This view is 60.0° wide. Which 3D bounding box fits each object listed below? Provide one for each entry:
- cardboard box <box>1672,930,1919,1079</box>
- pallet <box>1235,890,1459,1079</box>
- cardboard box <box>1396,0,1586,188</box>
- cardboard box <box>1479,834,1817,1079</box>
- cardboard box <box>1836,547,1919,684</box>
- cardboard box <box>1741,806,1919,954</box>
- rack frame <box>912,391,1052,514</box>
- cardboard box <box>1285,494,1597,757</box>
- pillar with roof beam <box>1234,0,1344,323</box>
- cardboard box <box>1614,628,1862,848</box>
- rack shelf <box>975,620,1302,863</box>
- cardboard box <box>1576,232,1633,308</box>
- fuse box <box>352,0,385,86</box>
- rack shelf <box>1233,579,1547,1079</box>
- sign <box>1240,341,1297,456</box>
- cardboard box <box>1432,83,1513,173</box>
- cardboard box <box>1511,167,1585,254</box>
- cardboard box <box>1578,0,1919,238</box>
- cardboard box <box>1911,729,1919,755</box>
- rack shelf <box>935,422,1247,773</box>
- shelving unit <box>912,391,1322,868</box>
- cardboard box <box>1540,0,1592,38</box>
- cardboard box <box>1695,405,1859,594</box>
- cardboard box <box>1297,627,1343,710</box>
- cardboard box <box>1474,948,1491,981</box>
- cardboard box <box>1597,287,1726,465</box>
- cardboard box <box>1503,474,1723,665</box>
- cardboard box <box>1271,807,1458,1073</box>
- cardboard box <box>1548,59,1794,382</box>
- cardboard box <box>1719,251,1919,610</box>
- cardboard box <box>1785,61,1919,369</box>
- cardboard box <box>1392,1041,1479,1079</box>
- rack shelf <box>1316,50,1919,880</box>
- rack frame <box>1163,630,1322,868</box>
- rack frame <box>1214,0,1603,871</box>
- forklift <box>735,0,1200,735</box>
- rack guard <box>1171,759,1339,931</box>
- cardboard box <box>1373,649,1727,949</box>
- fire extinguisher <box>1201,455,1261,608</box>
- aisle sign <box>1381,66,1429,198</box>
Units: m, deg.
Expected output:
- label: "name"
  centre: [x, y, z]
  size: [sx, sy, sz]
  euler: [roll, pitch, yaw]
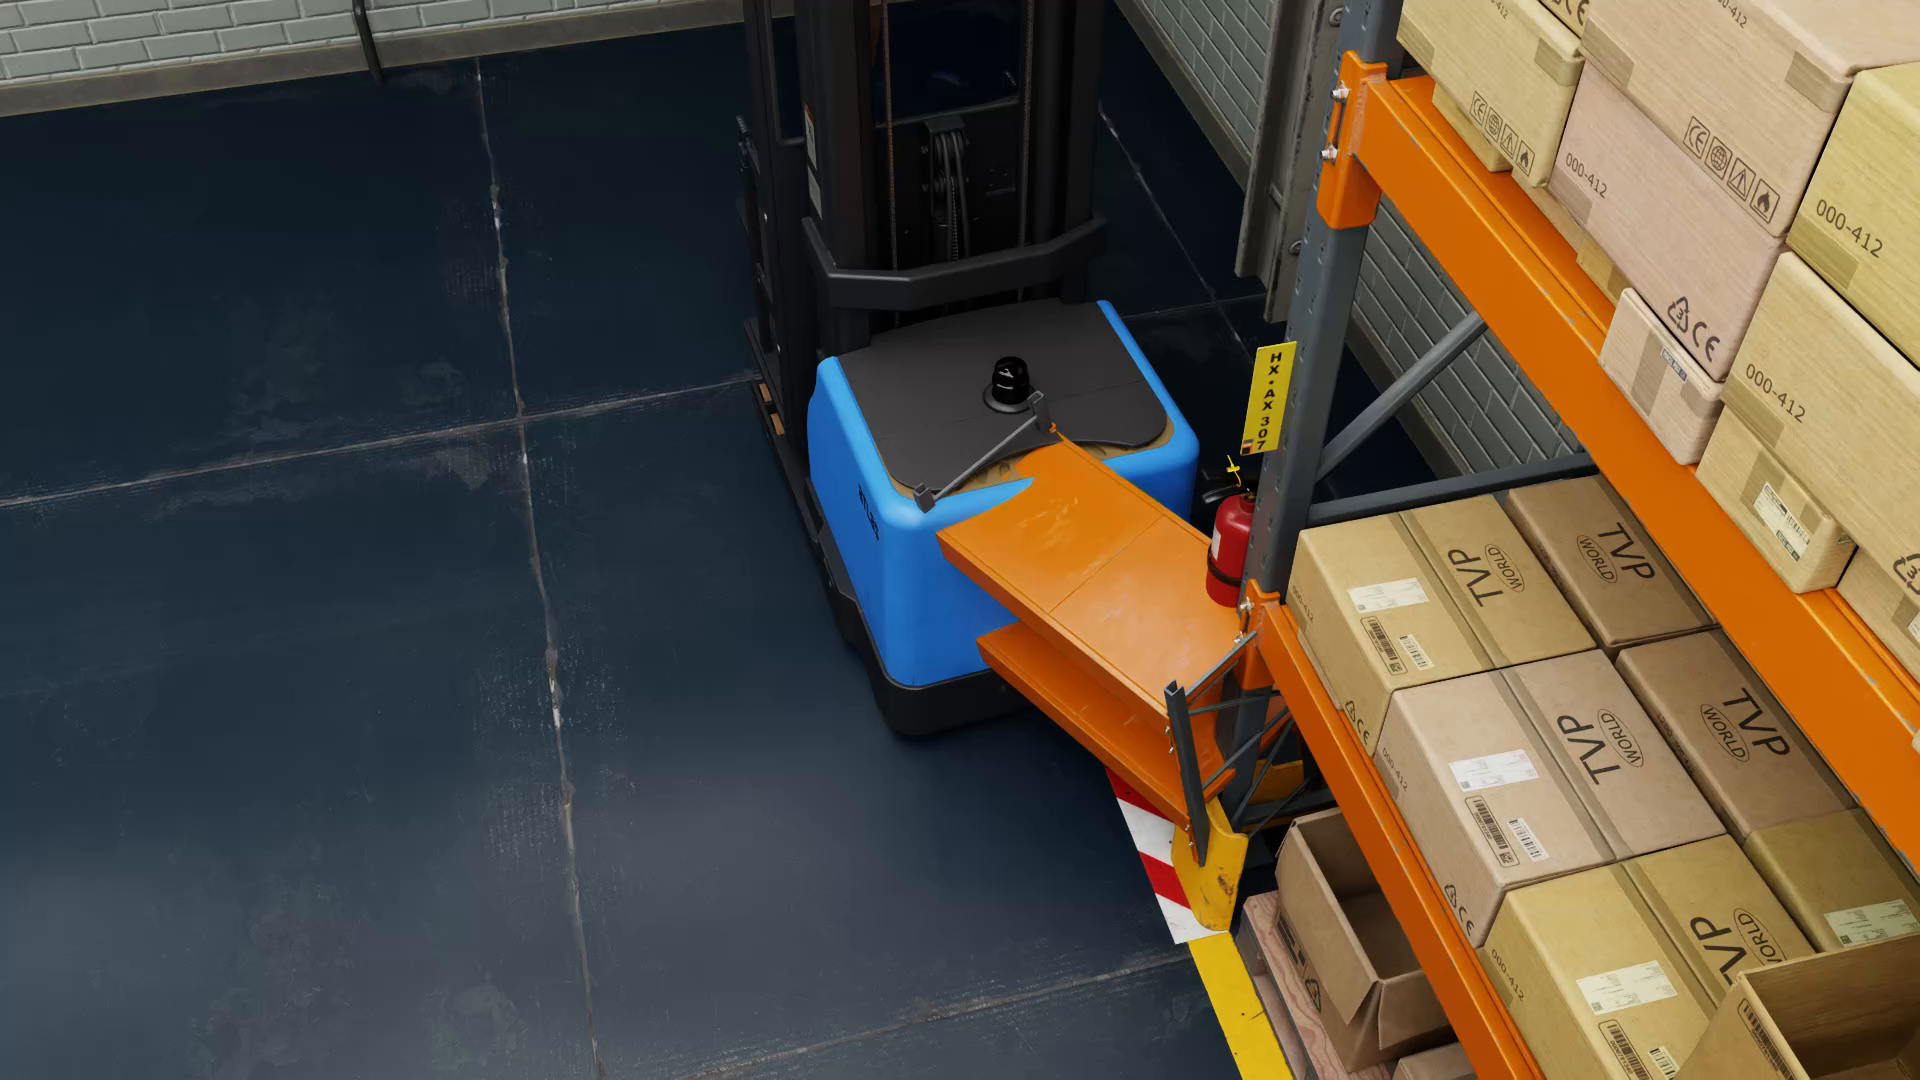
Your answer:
- label: "cardboard box"
  centre: [1.483, 0.962, 2.579]
  size: [0.500, 0.500, 0.500]
  euler: [-10, 46, -9]
- label: "pallet"
  centre: [1.467, 1.457, 4.675]
  size: [1.003, 0.211, 1.213]
  euler: [-11, 47, -10]
- label: "cardboard box"
  centre: [1.092, -0.867, 2.796]
  size: [0.500, 0.250, 0.500]
  euler: [-11, 47, -11]
- label: "cardboard box"
  centre: [1.361, 0.886, 3.178]
  size: [0.500, 0.250, 0.500]
  euler: [-12, 47, -11]
- label: "cardboard box"
  centre: [1.402, 0.065, 2.162]
  size: [0.380, 0.149, 0.250]
  euler: [-11, 47, -11]
- label: "cardboard box"
  centre: [1.870, 0.795, 3.268]
  size: [0.500, 0.250, 0.500]
  euler: [-9, 46, -9]
- label: "rack frame"
  centre: [0.170, 0.058, 5.285]
  size: [0.500, 1.125, 0.032]
  euler: [-39, 53, -17]
- label: "cardboard box"
  centre: [1.098, 0.189, 3.861]
  size: [0.500, 0.250, 0.500]
  euler: [-10, 47, -10]
- label: "pillar with roof beam"
  centre: [-2.738, -3.461, 3.341]
  size: [9.100, 9.000, 0.400]
  euler: [-11, 47, -10]
- label: "cardboard box"
  centre: [1.748, 0.452, 3.604]
  size: [0.500, 0.250, 0.500]
  euler: [-11, 47, -10]
- label: "rack shelf"
  centre: [0.545, 0.465, 5.181]
  size: [0.538, 0.278, 1.000]
  euler: [-39, 53, -17]
- label: "cardboard box"
  centre: [1.241, -0.465, 2.681]
  size: [0.380, 0.149, 0.250]
  euler: [-11, 47, -10]
- label: "fuse box"
  centre: [-2.953, -2.933, 7.926]
  size: [0.539, 1.711, 0.414]
  euler: [-11, 47, -10]
- label: "rack shelf"
  centre: [1.755, 1.511, 3.173]
  size: [1.077, 0.370, 4.000]
  euler: [-11, 47, -10]
- label: "sign"
  centre: [0.718, -0.326, 3.863]
  size: [0.100, 0.325, 0.005]
  euler: [-11, 47, -10]
- label: "cardboard box"
  centre: [1.099, -0.821, 3.030]
  size: [0.380, 0.149, 0.250]
  euler: [-10, 46, -9]
- label: "cardboard box"
  centre: [1.192, -0.645, 2.858]
  size: [0.380, 0.149, 0.250]
  euler: [-10, 46, -10]
- label: "cardboard box"
  centre: [1.225, -0.691, 2.274]
  size: [0.500, 0.250, 0.500]
  euler: [-11, 47, -11]
- label: "cardboard box"
  centre: [1.398, 0.255, 1.976]
  size: [0.380, 0.149, 0.250]
  euler: [-11, 47, -10]
- label: "rack shelf"
  centre: [0.437, 0.138, 4.769]
  size: [0.538, 0.278, 1.000]
  euler: [-39, 53, -17]
- label: "shelving unit"
  centre: [0.496, 0.316, 4.993]
  size: [0.538, 1.125, 1.048]
  euler: [-39, 53, -17]
- label: "cardboard box"
  centre: [1.113, -1.046, 2.621]
  size: [0.500, 0.250, 0.500]
  euler: [-11, 47, -11]
- label: "cardboard box"
  centre: [1.279, -0.094, 2.318]
  size: [0.380, 0.149, 0.250]
  euler: [-11, 47, -10]
- label: "cardboard box"
  centre: [1.061, 0.243, 4.087]
  size: [0.380, 0.149, 0.250]
  euler: [-11, 47, -11]
- label: "cardboard box"
  centre: [1.278, 0.771, 3.570]
  size: [0.380, 0.149, 0.250]
  euler: [-9, 46, -9]
- label: "cardboard box"
  centre: [1.205, -0.274, 2.494]
  size: [0.380, 0.149, 0.250]
  euler: [-10, 46, -9]
- label: "cardboard box"
  centre: [1.617, 0.096, 3.953]
  size: [0.500, 0.250, 0.500]
  euler: [-9, 46, -9]
- label: "cardboard box"
  centre: [1.308, 1.045, 4.580]
  size: [0.797, 0.503, 0.637]
  euler: [-12, 47, -12]
- label: "cardboard box"
  centre: [1.242, -0.520, 2.456]
  size: [0.500, 0.250, 0.500]
  euler: [-10, 46, -10]
- label: "cardboard box"
  centre: [1.361, -0.164, 2.107]
  size: [0.500, 0.250, 0.500]
  euler: [-12, 47, -12]
- label: "cardboard box"
  centre: [1.367, -0.347, 1.936]
  size: [0.500, 0.250, 0.500]
  euler: [-11, 47, -11]
- label: "cardboard box"
  centre: [1.379, 1.469, 4.412]
  size: [0.380, 0.149, 0.250]
  euler: [-12, 47, -12]
- label: "rack shelf"
  centre: [1.755, 0.461, 2.102]
  size: [1.077, 0.370, 4.000]
  euler: [-11, 47, -10]
- label: "rack frame"
  centre: [0.822, 0.575, 4.702]
  size: [0.500, 1.125, 0.032]
  euler: [-39, 53, -17]
- label: "rack frame"
  centre: [1.243, -0.122, 4.269]
  size: [1.000, 3.000, 0.127]
  euler: [-11, 47, -10]
- label: "forklift"
  centre: [-0.199, -1.451, 5.620]
  size: [1.130, 2.935, 3.031]
  euler: [-13, 47, -13]
- label: "rack guard"
  centre: [1.262, 0.806, 5.111]
  size: [1.175, 0.500, 0.348]
  euler: [-11, 47, -10]
- label: "cardboard box"
  centre: [1.228, 0.537, 3.520]
  size: [0.500, 0.250, 0.500]
  euler: [-10, 46, -10]
- label: "fire extinguisher"
  centre: [0.758, 0.019, 4.447]
  size: [0.296, 0.674, 0.183]
  euler: [-11, 47, -10]
- label: "aisle sign"
  centre: [0.941, -1.025, 3.334]
  size: [0.394, 0.787, 0.004]
  euler: [-11, 47, -10]
